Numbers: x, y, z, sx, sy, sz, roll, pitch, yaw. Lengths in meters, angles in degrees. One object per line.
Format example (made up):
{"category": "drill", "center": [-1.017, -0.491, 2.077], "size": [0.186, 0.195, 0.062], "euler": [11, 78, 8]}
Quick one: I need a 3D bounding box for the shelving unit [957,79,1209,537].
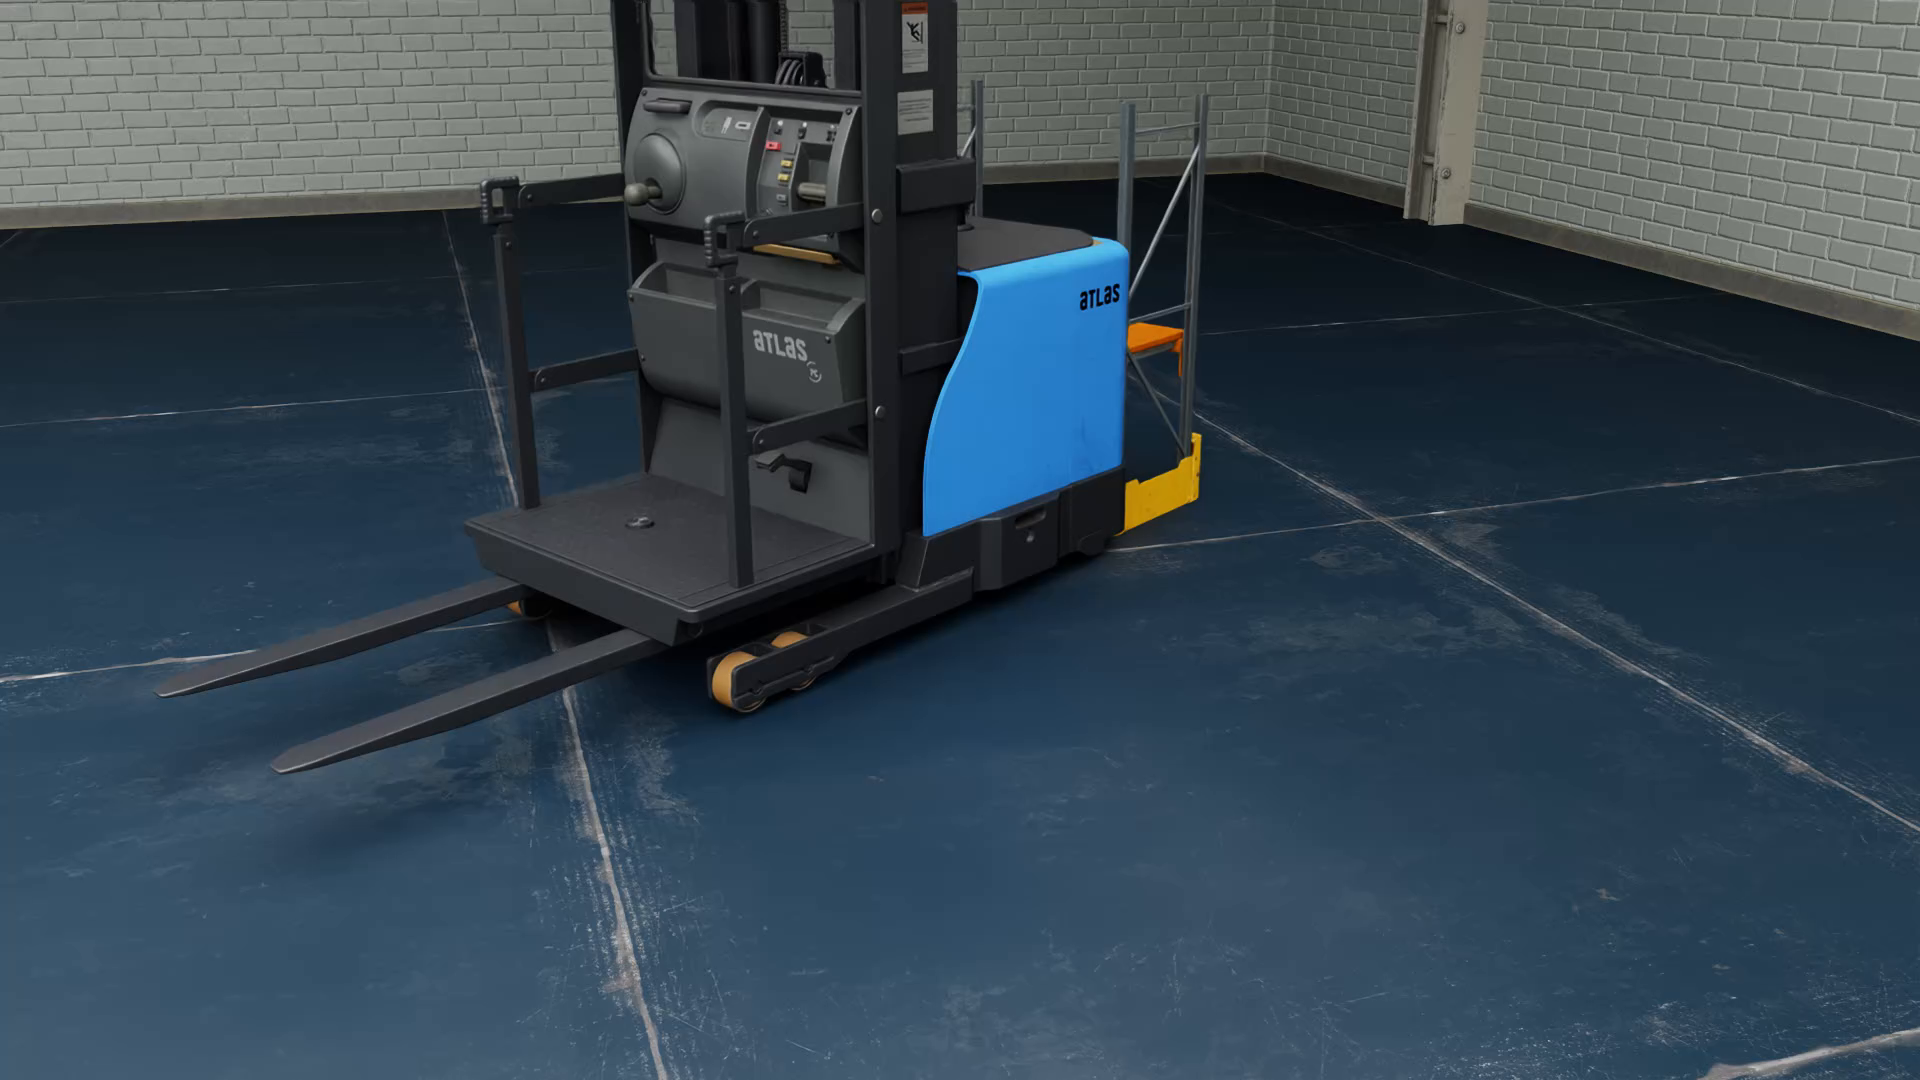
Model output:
{"category": "shelving unit", "center": [0.319, -0.907, 6.224], "size": [1.083, 1.500, 0.587], "euler": [16, 25, 37]}

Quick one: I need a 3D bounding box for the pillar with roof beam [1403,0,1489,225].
{"category": "pillar with roof beam", "center": [-0.457, -6.223, 9.929], "size": [9.100, 9.000, 0.400], "euler": [-6, 21, -17]}

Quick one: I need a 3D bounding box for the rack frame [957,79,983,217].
{"category": "rack frame", "center": [-0.080, -1.019, 6.535], "size": [0.032, 1.500, 0.500], "euler": [16, 25, 37]}

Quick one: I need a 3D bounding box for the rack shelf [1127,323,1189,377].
{"category": "rack shelf", "center": [0.312, -0.740, 6.290], "size": [1.000, 0.185, 0.538], "euler": [16, 25, 37]}

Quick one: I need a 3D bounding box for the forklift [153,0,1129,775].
{"category": "forklift", "center": [-0.783, -1.096, 4.632], "size": [1.130, 2.935, 3.031], "euler": [17, 26, 39]}

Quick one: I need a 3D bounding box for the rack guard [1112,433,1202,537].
{"category": "rack guard", "center": [0.702, -0.212, 6.136], "size": [0.087, 0.250, 0.587], "euler": [16, 25, 37]}

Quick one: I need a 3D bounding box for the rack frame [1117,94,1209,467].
{"category": "rack frame", "center": [0.703, -0.800, 5.924], "size": [0.032, 1.500, 0.500], "euler": [16, 25, 37]}
